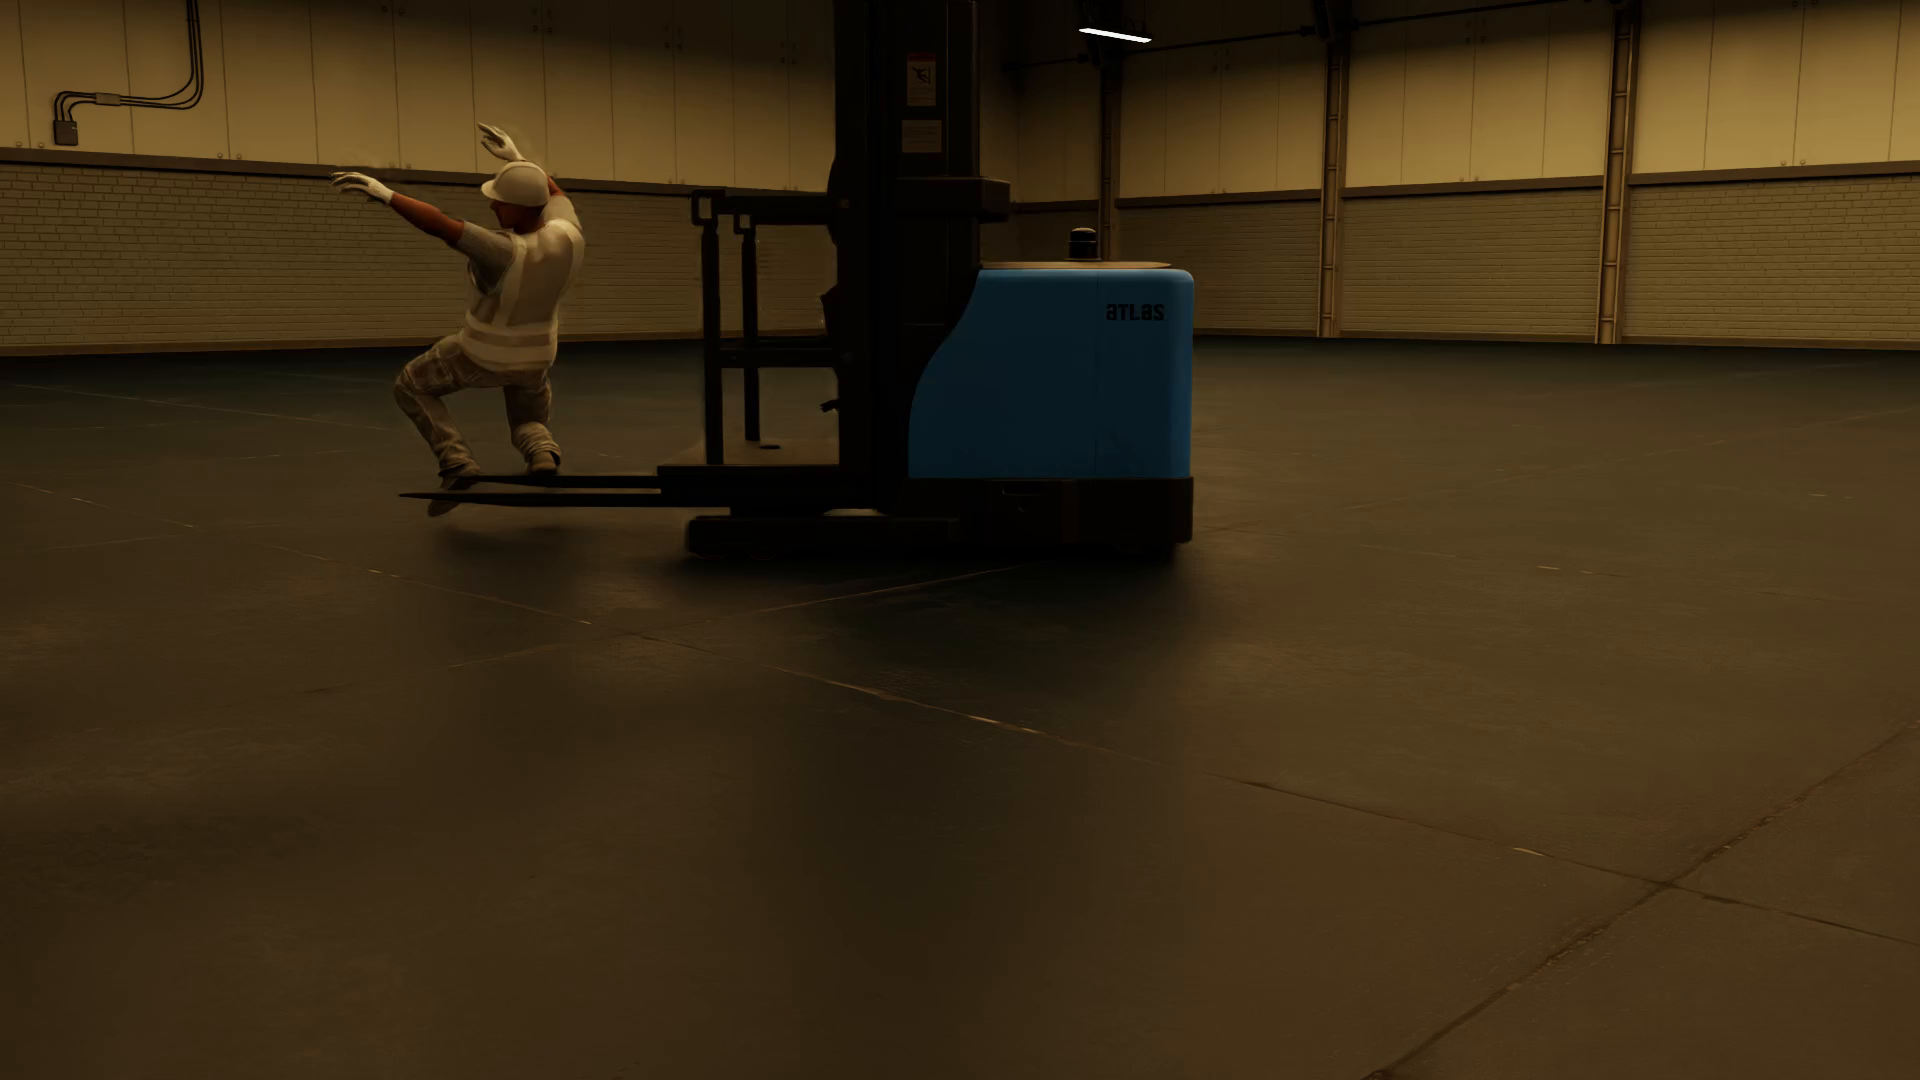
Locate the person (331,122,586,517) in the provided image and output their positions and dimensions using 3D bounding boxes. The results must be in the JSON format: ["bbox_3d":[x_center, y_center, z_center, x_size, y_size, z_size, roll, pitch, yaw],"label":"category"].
[{"bbox_3d":[-2.128,-0.900,6.914,0.831,1.663,1.139,8,12,44],"label":"person"}]

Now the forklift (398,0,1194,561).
[{"bbox_3d":[-0.636,-1.448,6.491,3.031,2.935,1.130,0,9,1],"label":"forklift"}]
